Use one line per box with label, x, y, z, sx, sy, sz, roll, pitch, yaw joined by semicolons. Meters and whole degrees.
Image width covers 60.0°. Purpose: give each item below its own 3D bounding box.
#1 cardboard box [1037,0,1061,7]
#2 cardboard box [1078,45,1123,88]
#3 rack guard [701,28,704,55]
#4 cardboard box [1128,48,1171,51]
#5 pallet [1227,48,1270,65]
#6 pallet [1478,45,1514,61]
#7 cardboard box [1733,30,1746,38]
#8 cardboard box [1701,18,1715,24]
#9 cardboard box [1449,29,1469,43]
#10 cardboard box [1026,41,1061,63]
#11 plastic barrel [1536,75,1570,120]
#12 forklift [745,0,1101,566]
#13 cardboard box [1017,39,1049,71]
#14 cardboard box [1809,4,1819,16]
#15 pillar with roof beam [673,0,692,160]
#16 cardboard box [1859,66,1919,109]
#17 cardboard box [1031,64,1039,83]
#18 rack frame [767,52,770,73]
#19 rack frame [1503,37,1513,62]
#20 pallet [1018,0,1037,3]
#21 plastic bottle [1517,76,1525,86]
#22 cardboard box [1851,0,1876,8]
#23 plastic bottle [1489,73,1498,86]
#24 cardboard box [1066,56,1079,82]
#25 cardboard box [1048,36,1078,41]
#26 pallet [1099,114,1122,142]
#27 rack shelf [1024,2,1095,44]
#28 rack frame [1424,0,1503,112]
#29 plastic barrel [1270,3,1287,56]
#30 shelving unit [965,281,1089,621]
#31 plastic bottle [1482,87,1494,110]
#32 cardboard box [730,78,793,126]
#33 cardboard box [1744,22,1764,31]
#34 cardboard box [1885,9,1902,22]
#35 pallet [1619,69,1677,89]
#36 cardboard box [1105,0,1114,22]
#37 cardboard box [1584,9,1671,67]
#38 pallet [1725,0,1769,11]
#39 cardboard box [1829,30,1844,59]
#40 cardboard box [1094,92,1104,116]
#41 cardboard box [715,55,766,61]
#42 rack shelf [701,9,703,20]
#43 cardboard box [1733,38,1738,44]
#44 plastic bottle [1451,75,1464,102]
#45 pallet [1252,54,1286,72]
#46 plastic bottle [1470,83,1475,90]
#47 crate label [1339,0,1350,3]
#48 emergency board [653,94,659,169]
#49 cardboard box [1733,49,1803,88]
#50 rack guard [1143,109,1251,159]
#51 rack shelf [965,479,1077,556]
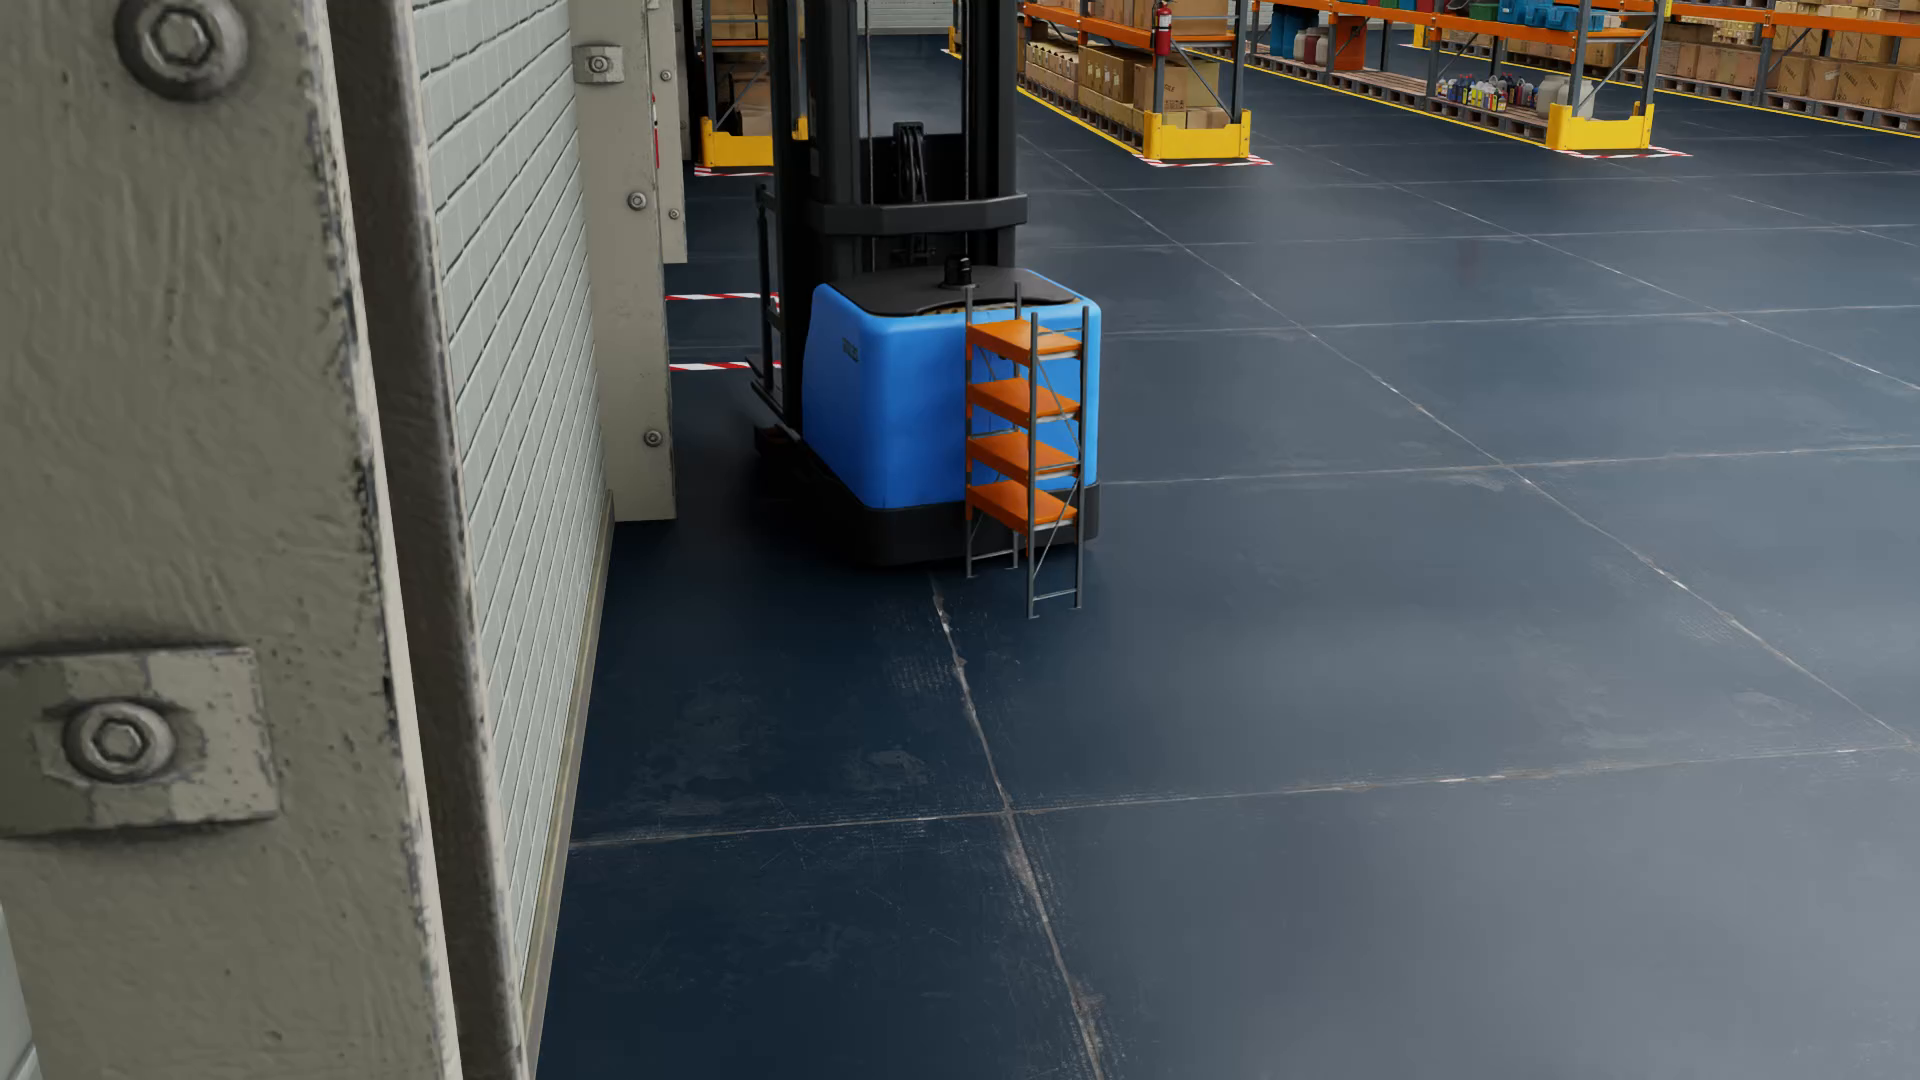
cardboard box;1.456;-8.179;24.954;0.500;0.311;0.500;-3;21;-8
cardboard box;1.852;-6.238;21.890;0.500;0.500;0.500;-3;21;-8
rack guard;-4.539;-9.896;32.997;1.175;0.500;0.348;-3;21;-8
cardboard box;2.439;-6.091;21.496;0.500;0.500;0.500;-3;21;-8
pallet;5.700;-9.120;31.331;1.003;0.211;1.213;-3;21;-8
pallet;10.713;-9.384;32.039;1.003;0.211;1.213;-3;21;-8
cardboard box;15.257;-9.825;32.283;0.380;0.149;0.250;-4;21;-10
cardboard box;15.171;-10.428;33.472;0.380;0.149;0.250;-3;21;-8
cardboard box;10.471;-10.477;33.416;0.875;0.875;0.875;-3;21;-8
cardboard box;1.304;-7.515;25.578;0.500;0.311;0.500;-2;21;-6
plastic barrel;7.331;-5.447;20.469;0.421;0.512;0.421;0;20;0
forklift;-0.383;-1.750;7.712;1.130;2.935;3.031;-7;22;-18
cardboard box;1.152;-7.887;26.989;0.500;0.500;0.500;-2;21;-6
cardboard box;11.764;-7.187;22.532;0.380;0.149;0.250;-3;21;-8
pillar with roof beam;1.074;-8.745;17.769;9.100;9.000;0.400;-3;21;-8
cardboard box;12.210;-5.934;21.789;0.500;0.500;0.500;-1;21;-3
cardboard box;1.377;-7.078;25.210;0.500;0.250;0.500;-3;21;-9
rack frame;-3.383;-8.289;25.121;1.000;3.000;0.127;-3;21;-8
rack frame;10.745;-10.423;30.836;1.000;3.000;0.127;-3;21;-8
pallet;1.352;-8.681;26.446;1.213;0.211;1.003;-3;21;-8
plastic bottle;7.450;-5.982;22.102;0.144;0.351;0.185;-3;21;-8
cardboard box;12.143;-7.162;21.537;0.875;0.500;0.500;-3;21;-8
plastic bottle;7.233;-6.153;22.560;0.144;0.351;0.185;-3;21;-8
cardboard box;1.753;-6.452;22.732;0.500;0.311;0.500;-3;21;-8
cardboard box;1.655;-7.928;27.099;0.500;0.500;0.500;-4;21;-10
pallet;2.348;-5.148;20.697;1.003;0.211;1.213;-3;21;-8
rack shelf;1.807;-7.510;24.065;1.077;0.370;4.000;-3;21;-8
rack frame;6.997;-7.403;22.751;1.000;3.000;0.127;-3;21;-8
plastic barrel;5.906;-9.198;29.954;0.600;0.901;0.708;-3;21;-8
shelving unit;0.247;-0.350;6.438;0.258;1.200;0.503;-11;23;-27
plastic bottle;6.846;-5.699;21.452;0.152;0.276;0.135;-3;21;-9
cardboard box;-2.379;-5.252;19.934;0.700;0.500;0.500;-4;21;-11
cardboard box;15.359;-9.888;32.028;0.380;0.149;0.250;-2;21;-6
cardboard box;12.033;-6.671;21.148;0.380;0.149;0.250;-3;21;-8
pallet;11.433;-7.461;26.891;1.003;0.211;1.213;-3;21;-8
cardboard box;2.248;-6.866;21.169;0.700;0.500;0.500;-3;21;-8
cardboard box;11.243;-8.479;28.069;1.225;0.875;0.875;-4;21;-10
pallet;11.932;-7.835;24.181;1.003;0.211;1.213;-3;21;-8
cardboard box;15.728;-8.856;29.612;0.500;0.500;0.500;-4;21;-10
cardboard box;1.996;-5.541;21.094;0.500;0.250;0.500;-3;21;-8
cardboard box;-3.086;-6.548;23.404;0.700;0.500;0.500;-3;21;-7
rack shelf;-3.094;-7.259;23.393;1.077;0.370;4.000;-3;21;-8
cardboard box;15.320;-9.712;32.407;0.380;0.149;0.250;-2;21;-6
plastic bottle;6.703;-6.068;22.333;0.144;0.351;0.185;-2;21;-6
pallet;5.914;-8.598;29.934;1.003;0.211;1.213;-3;21;-8
plastic bottle;6.789;-5.917;22.041;0.097;0.271;0.097;0;20;0
crate label;6.111;-8.545;26.047;0.303;0.233;0.416;-3;21;-8
emergency board;-2.003;-2.783;10.379;0.194;1.169;0.643;-3;21;-8
cardboard box;11.831;-6.902;24.352;0.700;0.500;0.500;-5;21;-12
rack guard;2.675;-4.591;18.793;1.175;0.500;0.348;-3;21;-8
rack shelf;0.247;-0.101;6.531;0.258;0.148;0.480;-11;23;-27
